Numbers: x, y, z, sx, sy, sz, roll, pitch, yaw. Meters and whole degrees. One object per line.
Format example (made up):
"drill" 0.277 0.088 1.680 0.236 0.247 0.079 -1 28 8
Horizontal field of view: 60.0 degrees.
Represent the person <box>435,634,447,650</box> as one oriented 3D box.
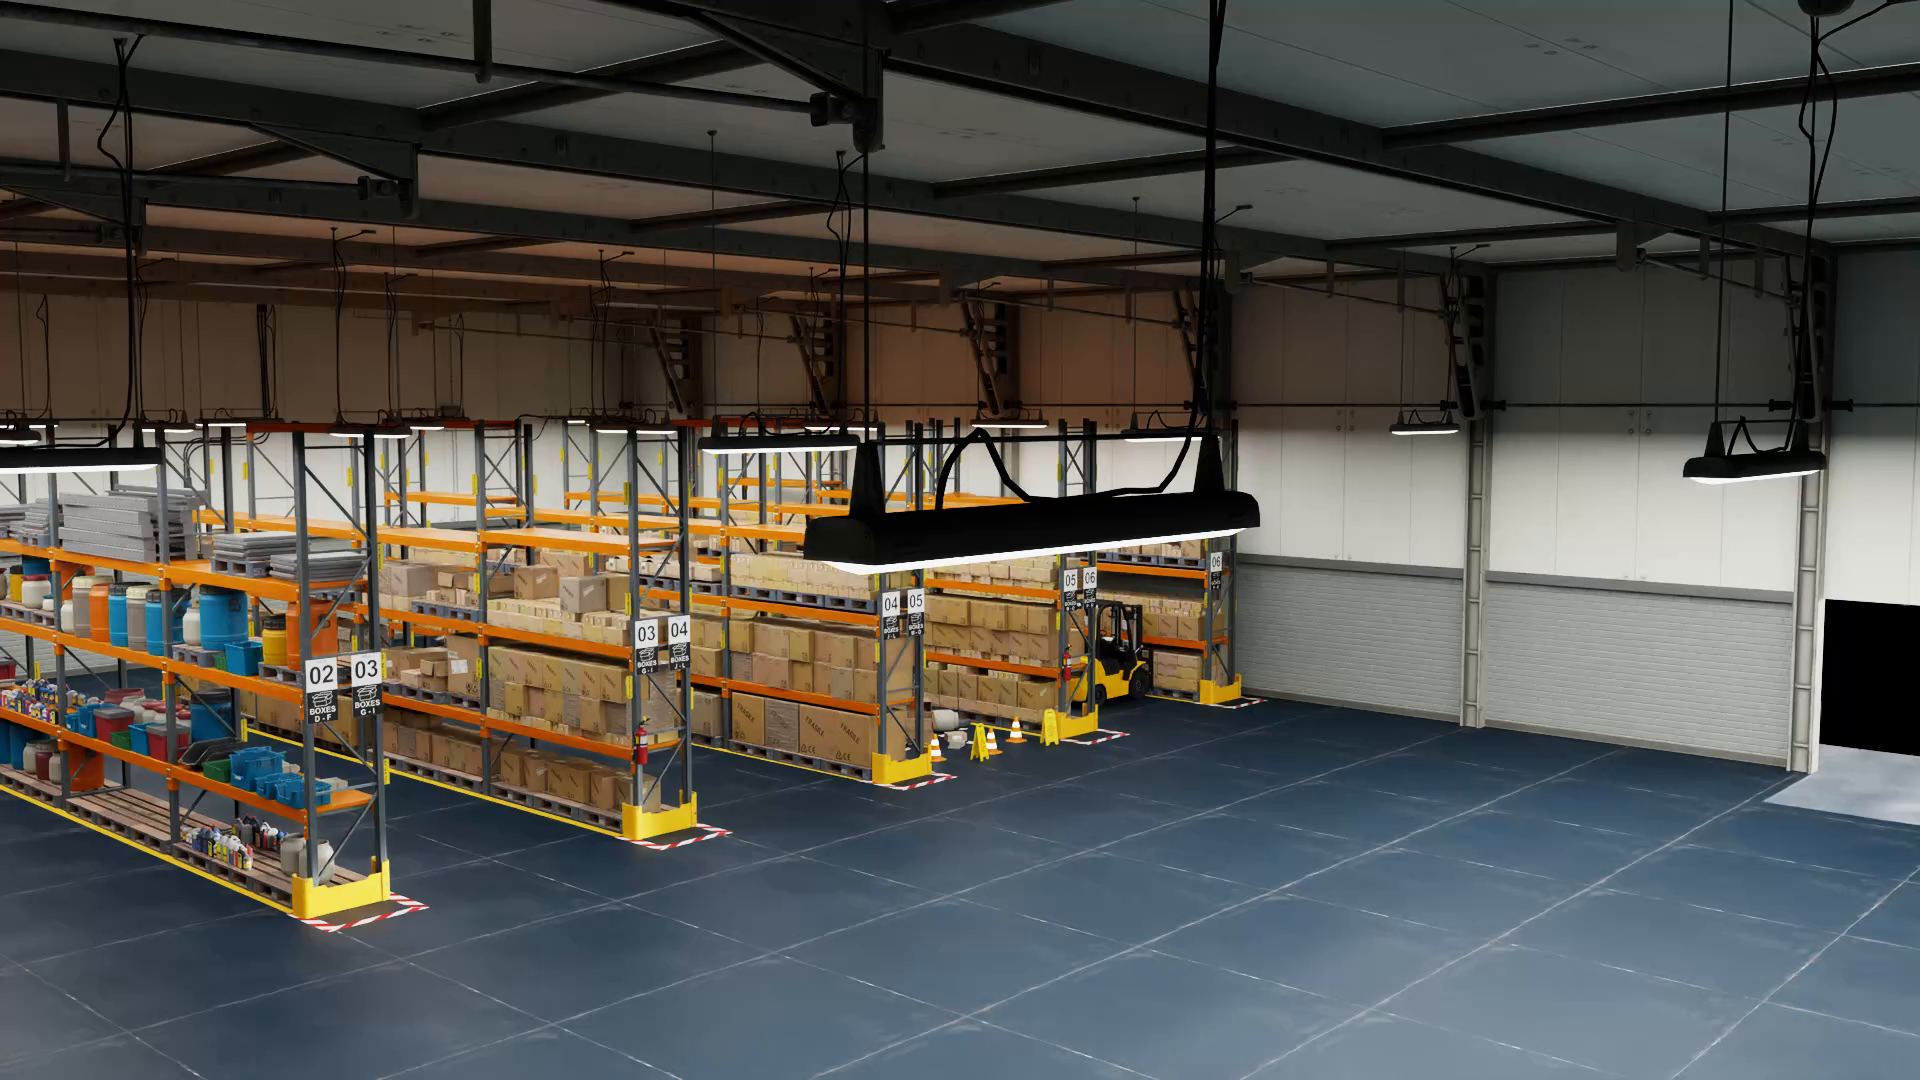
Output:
"person" -10.439 2.749 33.952 0.594 1.653 0.505 1 5 9
